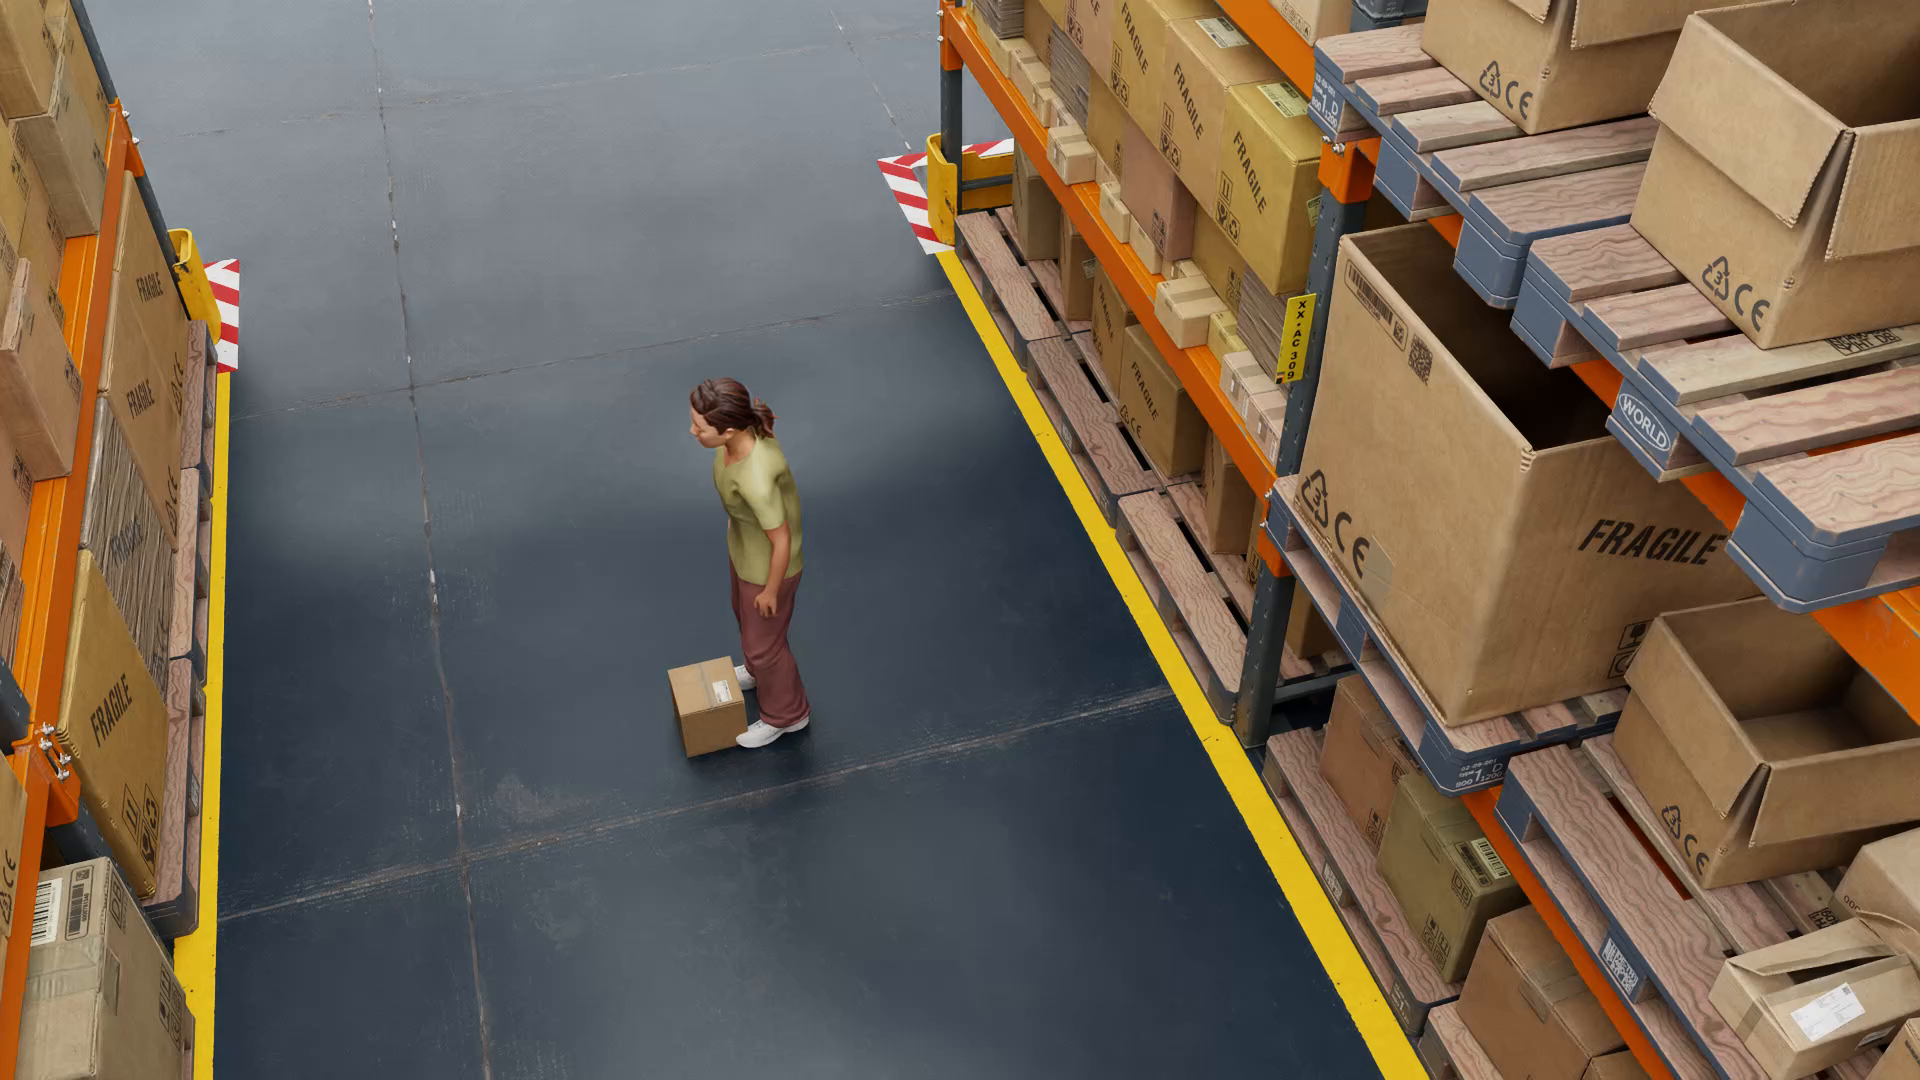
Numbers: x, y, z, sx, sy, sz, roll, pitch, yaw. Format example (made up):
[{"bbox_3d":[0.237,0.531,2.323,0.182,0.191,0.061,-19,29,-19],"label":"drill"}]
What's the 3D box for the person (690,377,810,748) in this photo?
[{"bbox_3d":[-0.749,0.072,6.082,0.353,1.673,0.502,-12,44,-13],"label":"person"}]
